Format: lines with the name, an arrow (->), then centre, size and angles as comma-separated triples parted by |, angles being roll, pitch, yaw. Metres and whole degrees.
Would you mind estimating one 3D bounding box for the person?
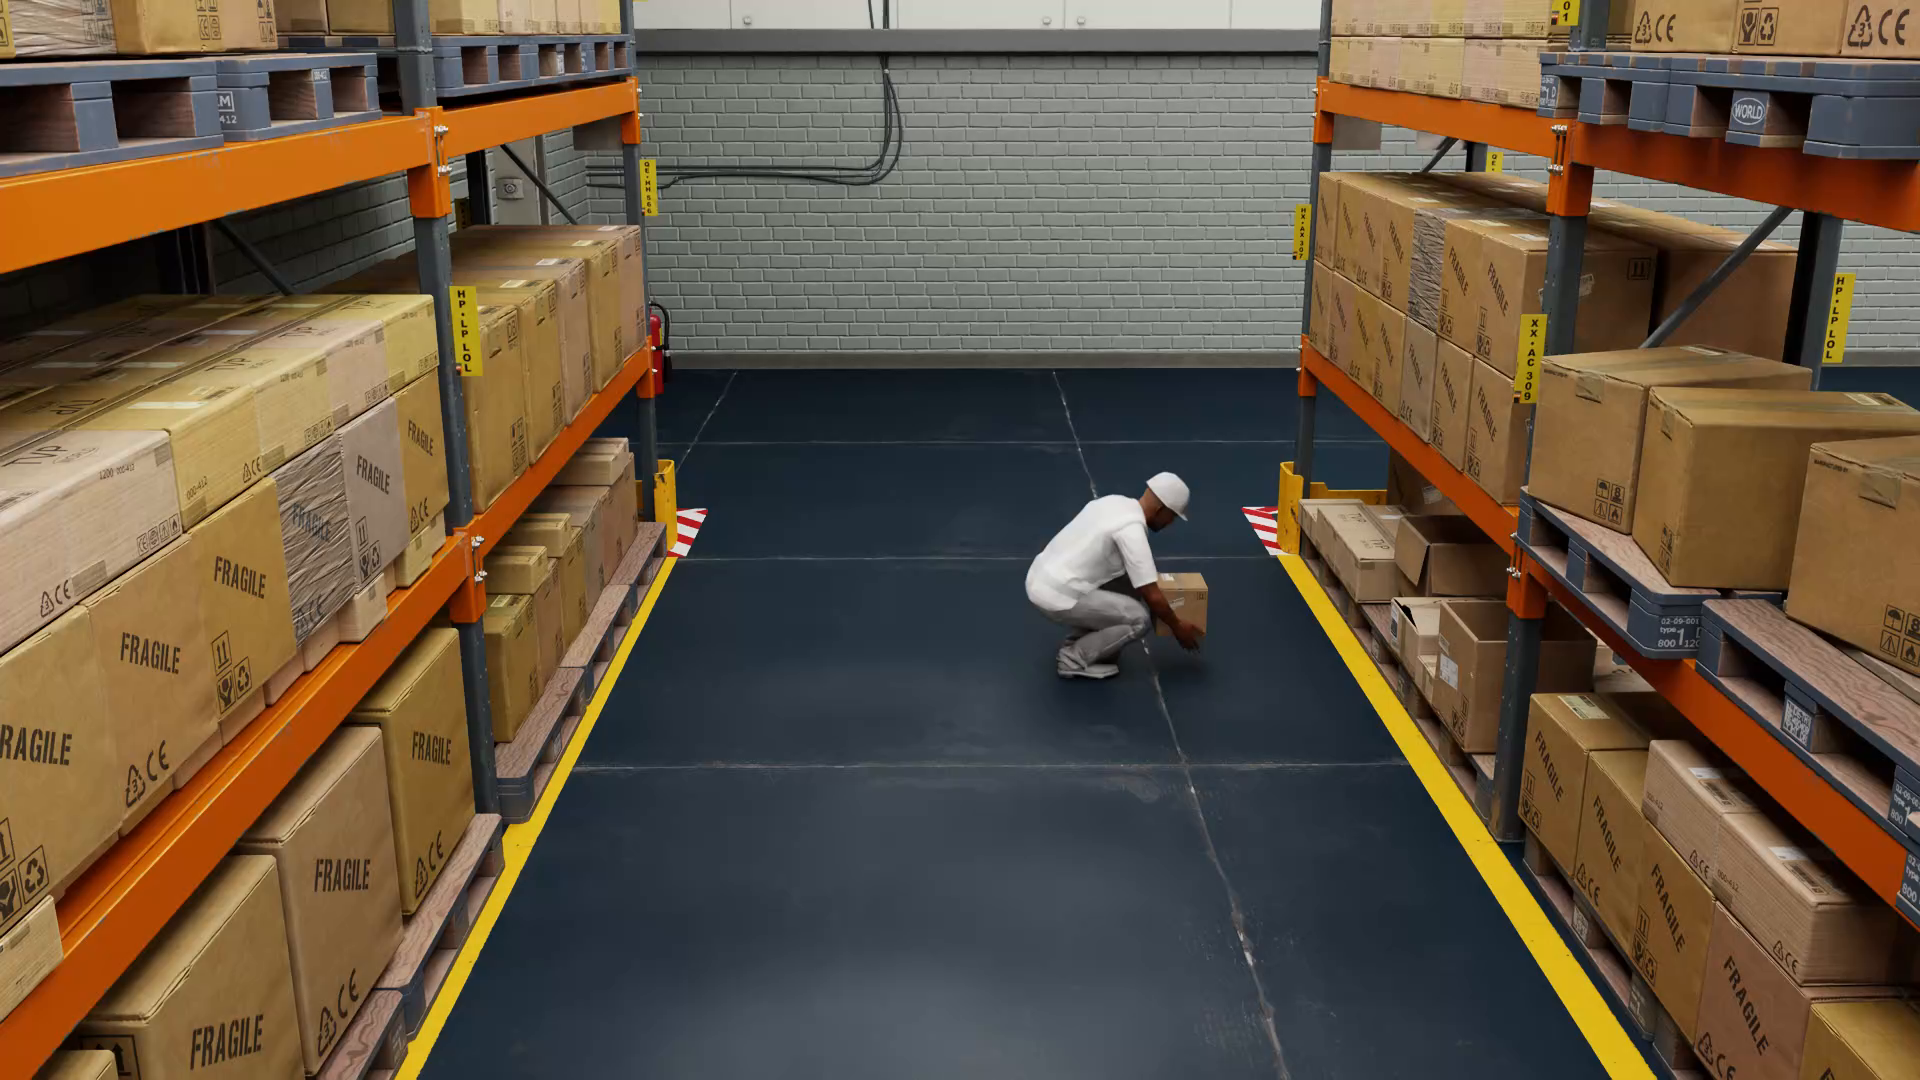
person -> 0.771, 0.160, 8.310 | 0.885, 0.999, 0.579 | 0, 17, -1
